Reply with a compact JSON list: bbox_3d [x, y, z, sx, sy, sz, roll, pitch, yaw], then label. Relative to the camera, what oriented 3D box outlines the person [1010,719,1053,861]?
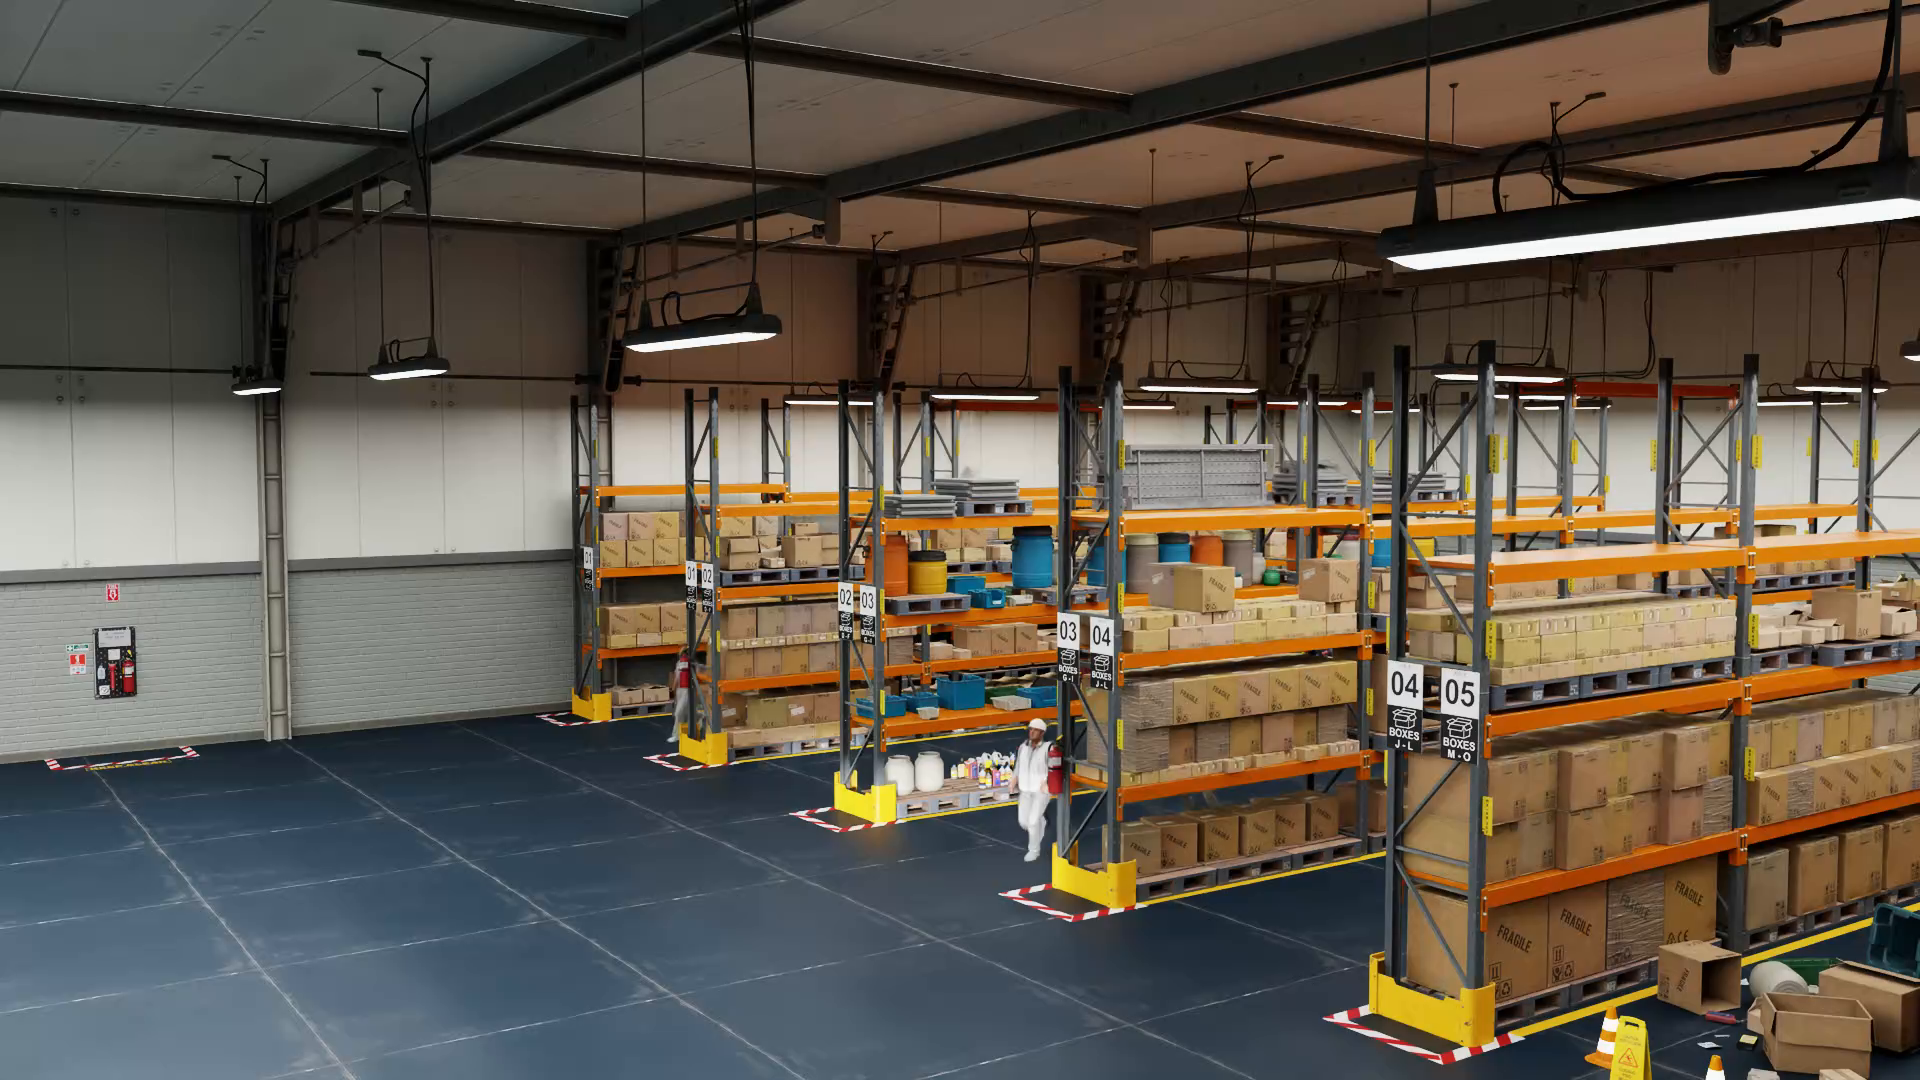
[{"bbox_3d":[0.969,3.078,20.606,0.671,1.746,0.617,2,4,32],"label":"person"}]

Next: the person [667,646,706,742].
[{"bbox_3d":[-4.689,2.633,28.661,0.591,1.652,0.806,3,4,39],"label":"person"}]

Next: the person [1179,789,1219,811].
[{"bbox_3d":[3.152,3.008,21.862,0.699,1.734,0.581,-3,4,-39],"label":"person"}]
